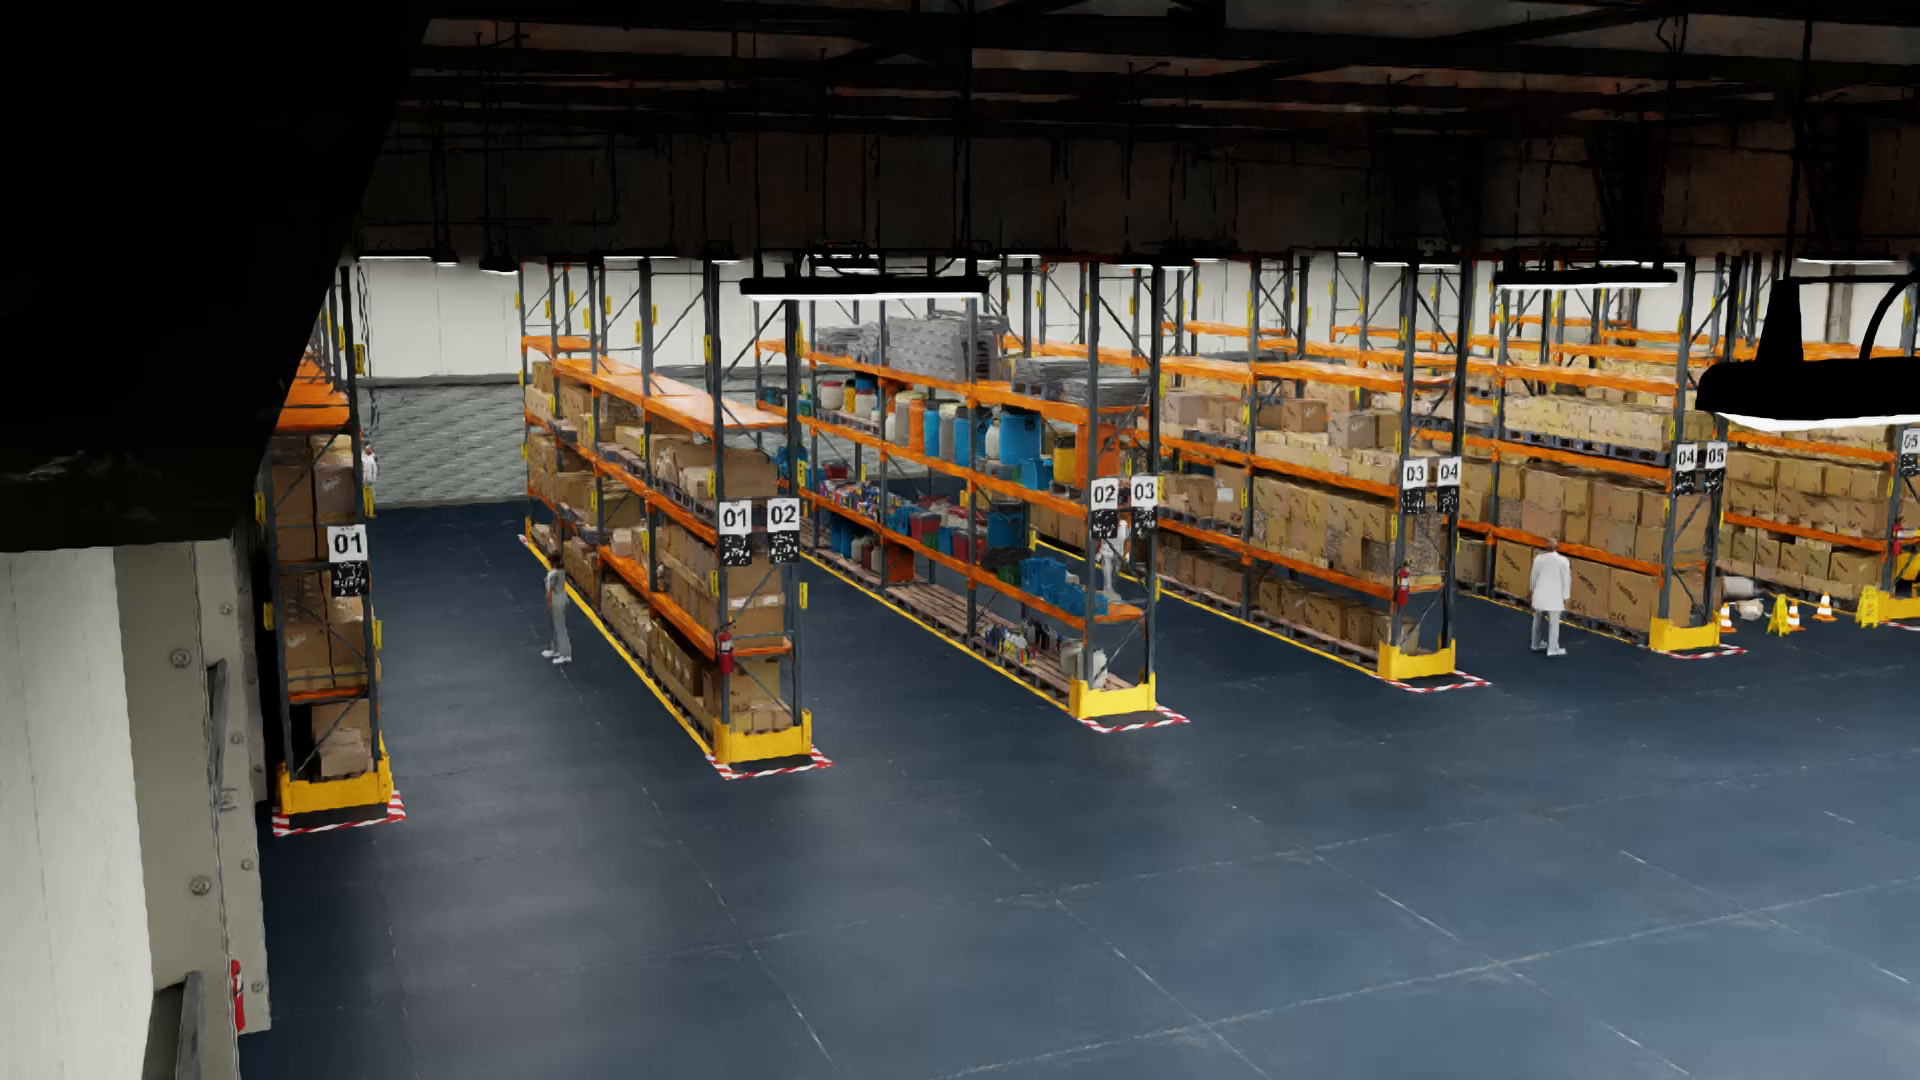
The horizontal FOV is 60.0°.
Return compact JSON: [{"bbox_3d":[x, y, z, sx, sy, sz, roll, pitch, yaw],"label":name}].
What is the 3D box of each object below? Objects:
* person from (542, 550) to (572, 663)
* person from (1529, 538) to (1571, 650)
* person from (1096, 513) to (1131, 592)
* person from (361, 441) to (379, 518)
[{"bbox_3d":[-6.087,0.975,24.981,0.569,1.668,0.563,2,11,9],"label":"person"},{"bbox_3d":[8.992,0.805,25.381,0.640,1.700,0.381,8,13,37],"label":"person"},{"bbox_3d":[2.677,0.246,28.841,0.552,1.724,1.036,-3,11,-13],"label":"person"},{"bbox_3d":[-13.512,-1.376,37.723,0.570,1.746,0.596,6,12,31],"label":"person"}]
